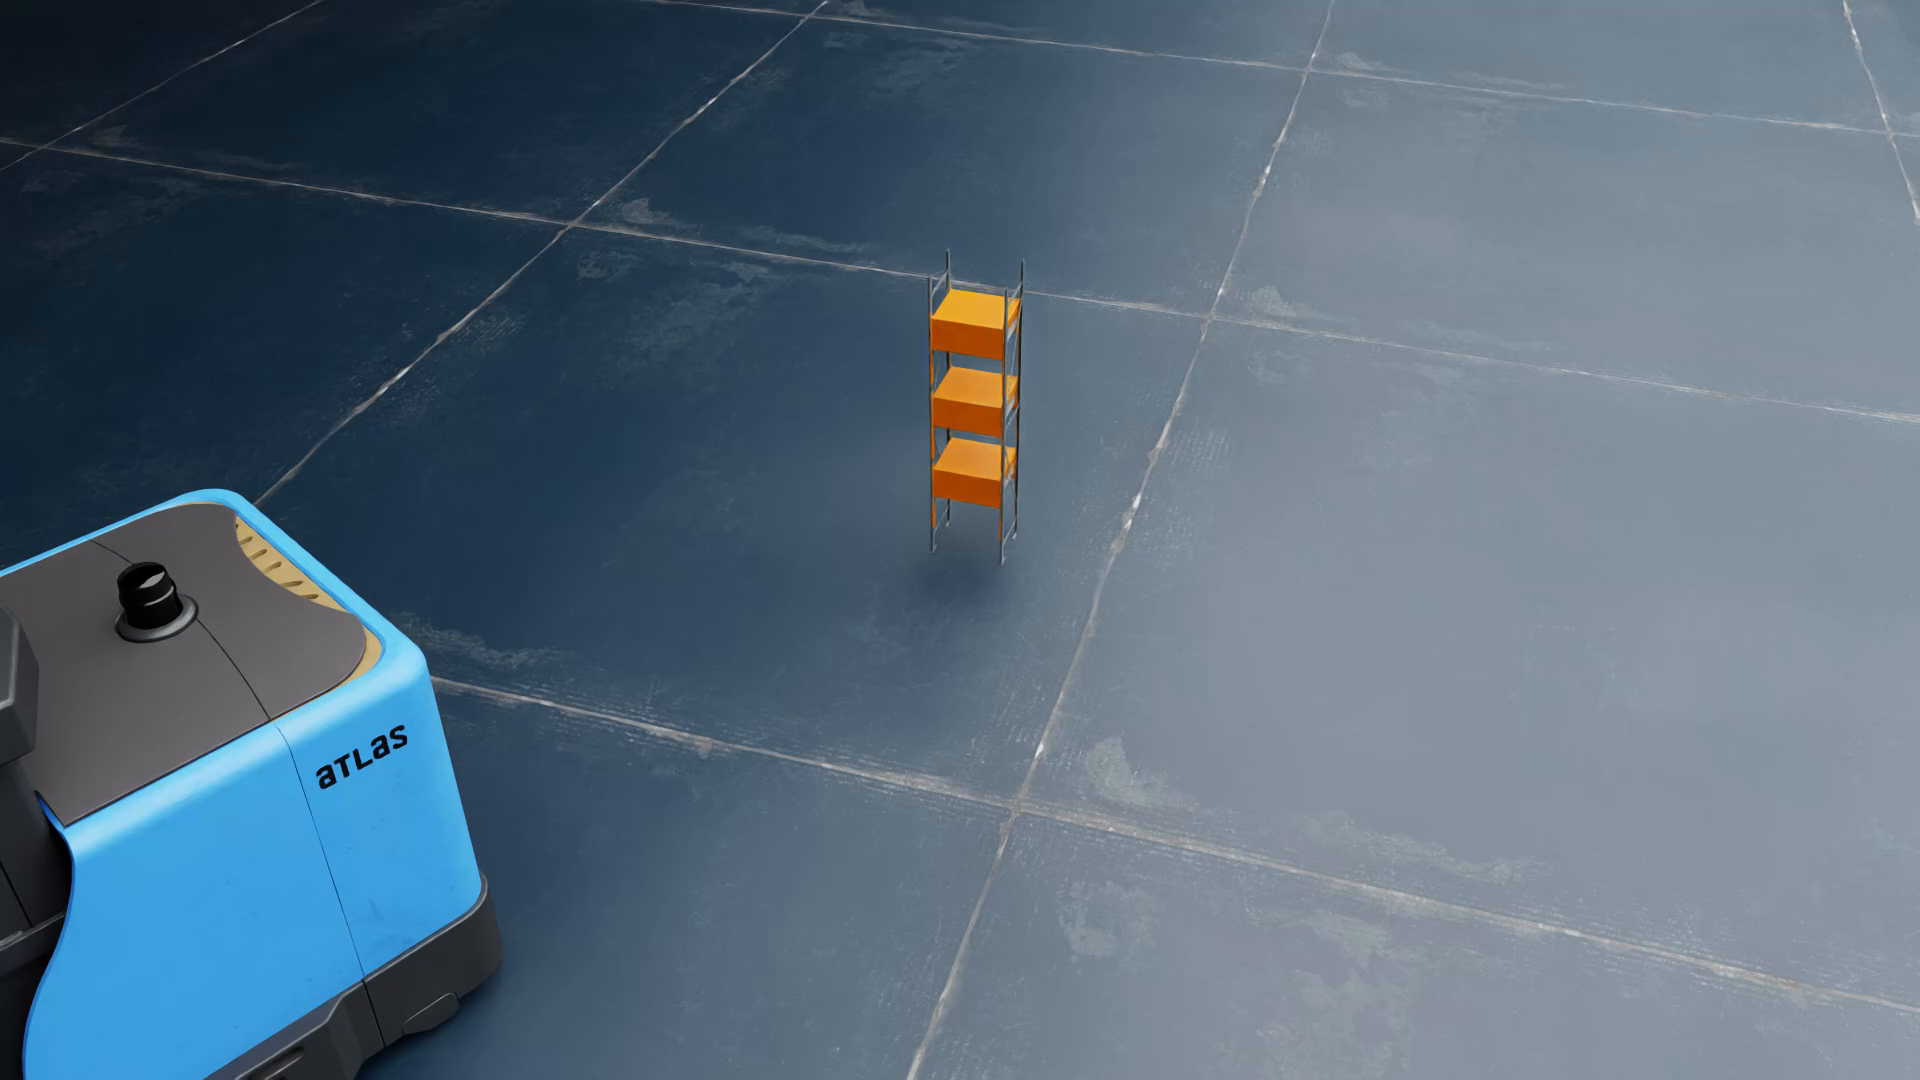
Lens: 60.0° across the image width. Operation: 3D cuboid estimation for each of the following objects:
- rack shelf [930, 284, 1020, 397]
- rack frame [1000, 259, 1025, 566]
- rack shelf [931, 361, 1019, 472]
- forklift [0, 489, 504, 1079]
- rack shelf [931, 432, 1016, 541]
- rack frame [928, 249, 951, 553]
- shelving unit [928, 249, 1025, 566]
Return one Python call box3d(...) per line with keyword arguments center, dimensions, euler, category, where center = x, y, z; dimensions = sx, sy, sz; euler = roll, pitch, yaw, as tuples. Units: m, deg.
box3d(center=(0.051, -0.633, 5.264), dimensions=(0.240, 0.259, 0.215), euler=(10, 38, 14), category="rack shelf")
box3d(center=(0.168, -0.392, 5.397), dimensions=(0.008, 1.050, 0.200), euler=(10, 38, 14), category="rack frame")
box3d(center=(0.051, -0.405, 5.432), dimensions=(0.240, 0.259, 0.215), euler=(10, 38, 14), category="rack shelf")
box3d(center=(-2.545, 0.354, 2.796), dimensions=(1.130, 2.935, 3.031), euler=(30, 46, 34), category="forklift")
box3d(center=(0.051, -0.181, 5.597), dimensions=(0.240, 0.259, 0.215), euler=(10, 38, 14), category="rack shelf")
box3d(center=(-0.065, -0.435, 5.455), dimensions=(0.008, 1.050, 0.200), euler=(10, 38, 14), category="rack frame")
box3d(center=(0.051, -0.413, 5.426), dimensions=(0.252, 1.050, 0.215), euler=(10, 38, 14), category="shelving unit")
